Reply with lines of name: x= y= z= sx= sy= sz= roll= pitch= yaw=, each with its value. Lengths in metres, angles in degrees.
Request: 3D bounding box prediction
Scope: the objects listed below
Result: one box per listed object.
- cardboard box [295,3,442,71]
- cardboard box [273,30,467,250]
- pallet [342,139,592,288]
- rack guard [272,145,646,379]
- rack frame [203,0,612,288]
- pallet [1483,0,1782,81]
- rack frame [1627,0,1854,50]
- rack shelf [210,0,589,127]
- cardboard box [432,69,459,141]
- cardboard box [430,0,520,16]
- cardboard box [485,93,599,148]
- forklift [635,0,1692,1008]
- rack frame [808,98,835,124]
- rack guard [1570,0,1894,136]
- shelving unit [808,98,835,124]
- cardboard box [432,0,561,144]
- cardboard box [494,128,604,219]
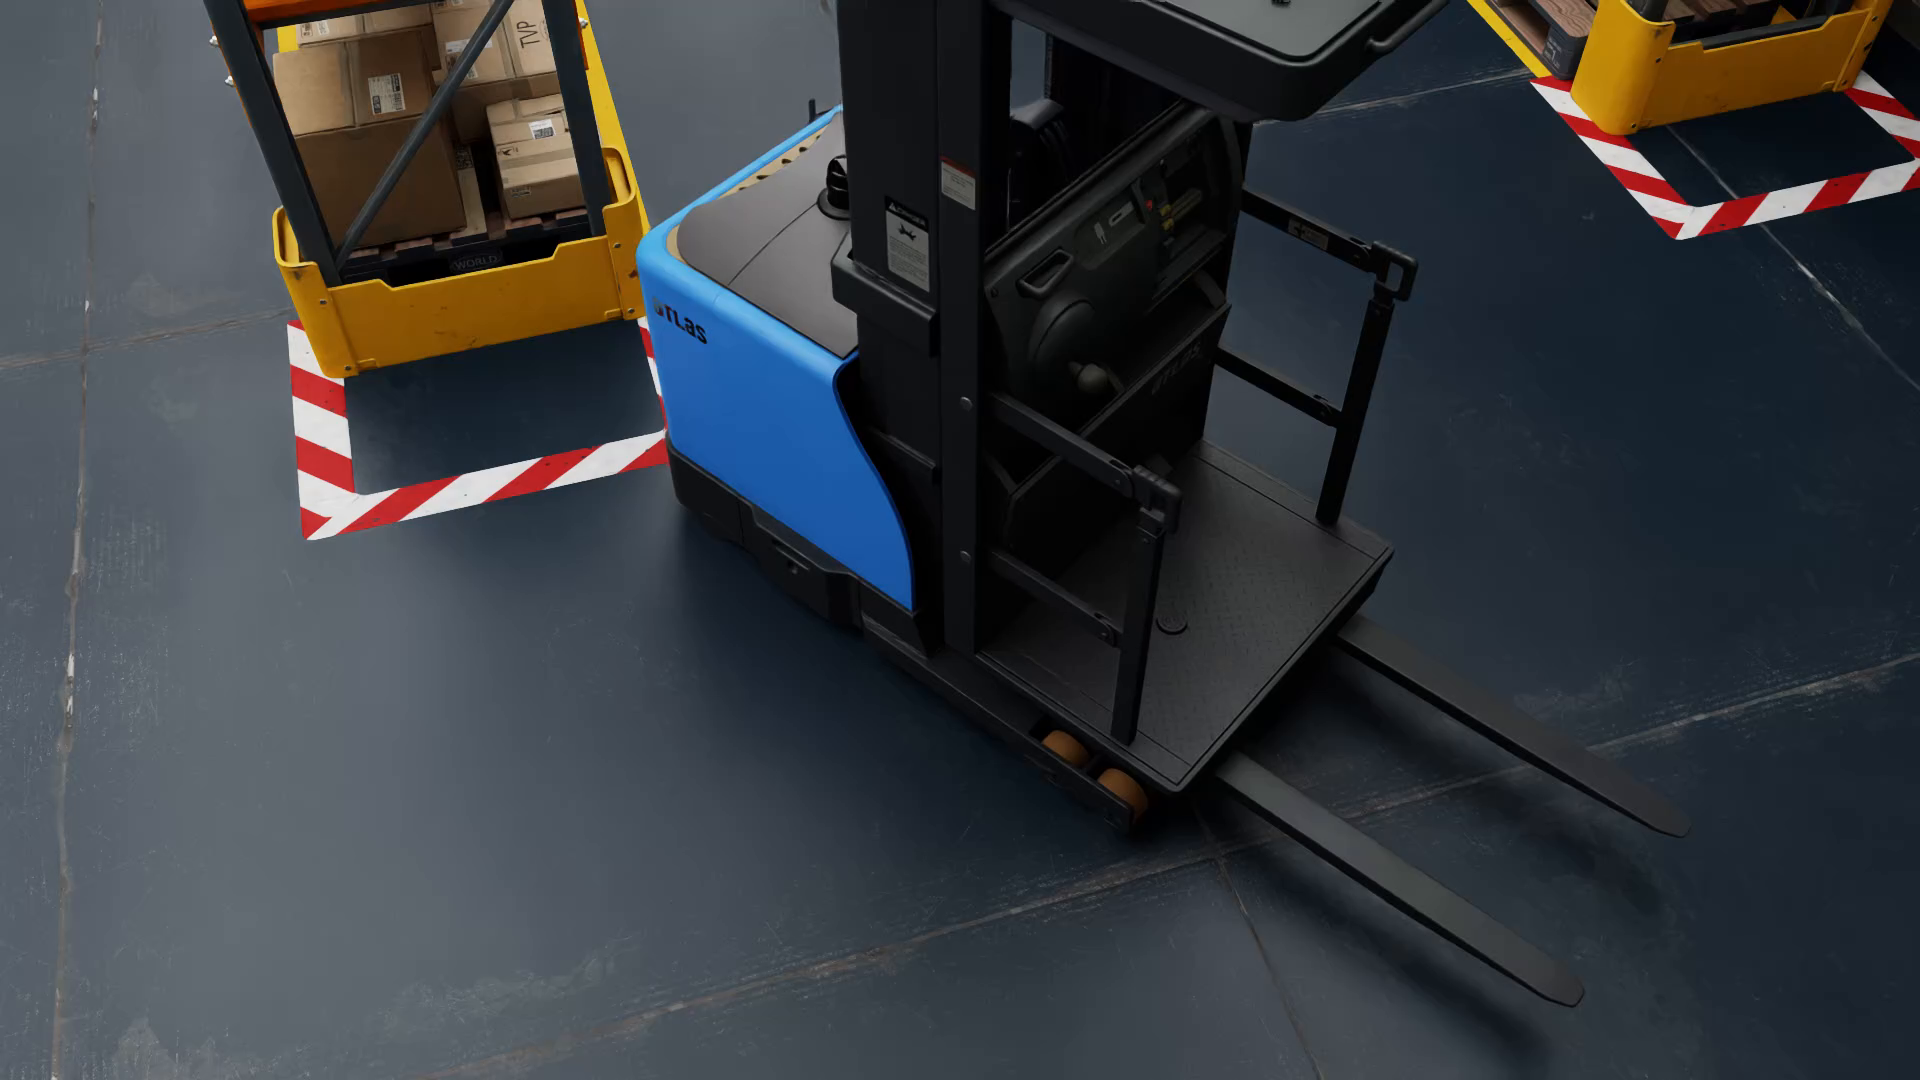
cardboard box: x=-2.307 y=-2.009 z=6.492 sx=0.500 sy=0.250 sz=0.500 roll=-13 pitch=51 yaw=-11
cardboard box: x=-2.055 y=-1.389 z=5.806 sx=0.500 sy=0.500 sz=0.500 roll=-13 pitch=51 yaw=-11
pallet: x=-1.918 y=-1.450 z=6.334 sx=1.003 sy=0.211 sz=1.213 roll=-13 pitch=51 yaw=-11
rack guard: x=-1.681 y=-0.961 z=5.733 sx=1.175 sy=0.500 sz=0.348 roll=-13 pitch=51 yaw=-11
rack frame: x=-1.659 y=-1.711 z=4.731 sx=1.000 sy=3.000 sz=0.127 roll=-13 pitch=51 yaw=-11
pallet: x=2.761 y=-2.501 z=7.221 sx=1.003 sy=0.211 sz=1.213 roll=-13 pitch=51 yaw=-11
rack frame: x=3.072 y=-2.834 z=5.677 sx=1.000 sy=3.000 sz=0.127 roll=-13 pitch=51 yaw=-11
rack shelf: x=-2.250 y=-2.940 z=6.237 sx=1.077 sy=0.370 sz=4.000 roll=-13 pitch=51 yaw=-11
cardboard box: x=-2.089 y=-1.597 z=6.200 sx=0.380 sy=0.166 sz=0.250 roll=-13 pitch=51 yaw=-11
cardboard box: x=-1.844 y=-2.158 z=6.618 sx=0.500 sy=0.250 sz=0.500 roll=-13 pitch=51 yaw=-11
cardboard box: x=-1.528 y=-1.506 z=6.123 sx=0.380 sy=0.166 sz=0.250 roll=-13 pitch=51 yaw=-11
forklift: x=0.542 y=-0.616 z=3.853 sx=3.031 sy=2.935 sz=1.130 roll=33 pitch=57 yaw=25
rack frame: x=-0.375 y=-1.143 z=5.625 sx=0.240 sy=0.900 sz=0.006 roll=-25 pitch=54 yaw=-20
rack guard: x=3.079 y=-2.011 z=6.618 sx=1.175 sy=0.500 sz=0.348 roll=-13 pitch=51 yaw=-11
shelving unit: x=-0.322 y=-1.077 z=5.569 sx=0.258 sy=0.900 sz=0.210 roll=-25 pitch=54 yaw=-20
cardboard box: x=-1.696 y=-1.793 z=6.310 sx=0.500 sy=0.250 sz=0.500 roll=-13 pitch=51 yaw=-11
cardboard box: x=-1.454 y=-1.318 z=5.976 sx=0.380 sy=0.149 sz=0.250 roll=-13 pitch=51 yaw=-11
